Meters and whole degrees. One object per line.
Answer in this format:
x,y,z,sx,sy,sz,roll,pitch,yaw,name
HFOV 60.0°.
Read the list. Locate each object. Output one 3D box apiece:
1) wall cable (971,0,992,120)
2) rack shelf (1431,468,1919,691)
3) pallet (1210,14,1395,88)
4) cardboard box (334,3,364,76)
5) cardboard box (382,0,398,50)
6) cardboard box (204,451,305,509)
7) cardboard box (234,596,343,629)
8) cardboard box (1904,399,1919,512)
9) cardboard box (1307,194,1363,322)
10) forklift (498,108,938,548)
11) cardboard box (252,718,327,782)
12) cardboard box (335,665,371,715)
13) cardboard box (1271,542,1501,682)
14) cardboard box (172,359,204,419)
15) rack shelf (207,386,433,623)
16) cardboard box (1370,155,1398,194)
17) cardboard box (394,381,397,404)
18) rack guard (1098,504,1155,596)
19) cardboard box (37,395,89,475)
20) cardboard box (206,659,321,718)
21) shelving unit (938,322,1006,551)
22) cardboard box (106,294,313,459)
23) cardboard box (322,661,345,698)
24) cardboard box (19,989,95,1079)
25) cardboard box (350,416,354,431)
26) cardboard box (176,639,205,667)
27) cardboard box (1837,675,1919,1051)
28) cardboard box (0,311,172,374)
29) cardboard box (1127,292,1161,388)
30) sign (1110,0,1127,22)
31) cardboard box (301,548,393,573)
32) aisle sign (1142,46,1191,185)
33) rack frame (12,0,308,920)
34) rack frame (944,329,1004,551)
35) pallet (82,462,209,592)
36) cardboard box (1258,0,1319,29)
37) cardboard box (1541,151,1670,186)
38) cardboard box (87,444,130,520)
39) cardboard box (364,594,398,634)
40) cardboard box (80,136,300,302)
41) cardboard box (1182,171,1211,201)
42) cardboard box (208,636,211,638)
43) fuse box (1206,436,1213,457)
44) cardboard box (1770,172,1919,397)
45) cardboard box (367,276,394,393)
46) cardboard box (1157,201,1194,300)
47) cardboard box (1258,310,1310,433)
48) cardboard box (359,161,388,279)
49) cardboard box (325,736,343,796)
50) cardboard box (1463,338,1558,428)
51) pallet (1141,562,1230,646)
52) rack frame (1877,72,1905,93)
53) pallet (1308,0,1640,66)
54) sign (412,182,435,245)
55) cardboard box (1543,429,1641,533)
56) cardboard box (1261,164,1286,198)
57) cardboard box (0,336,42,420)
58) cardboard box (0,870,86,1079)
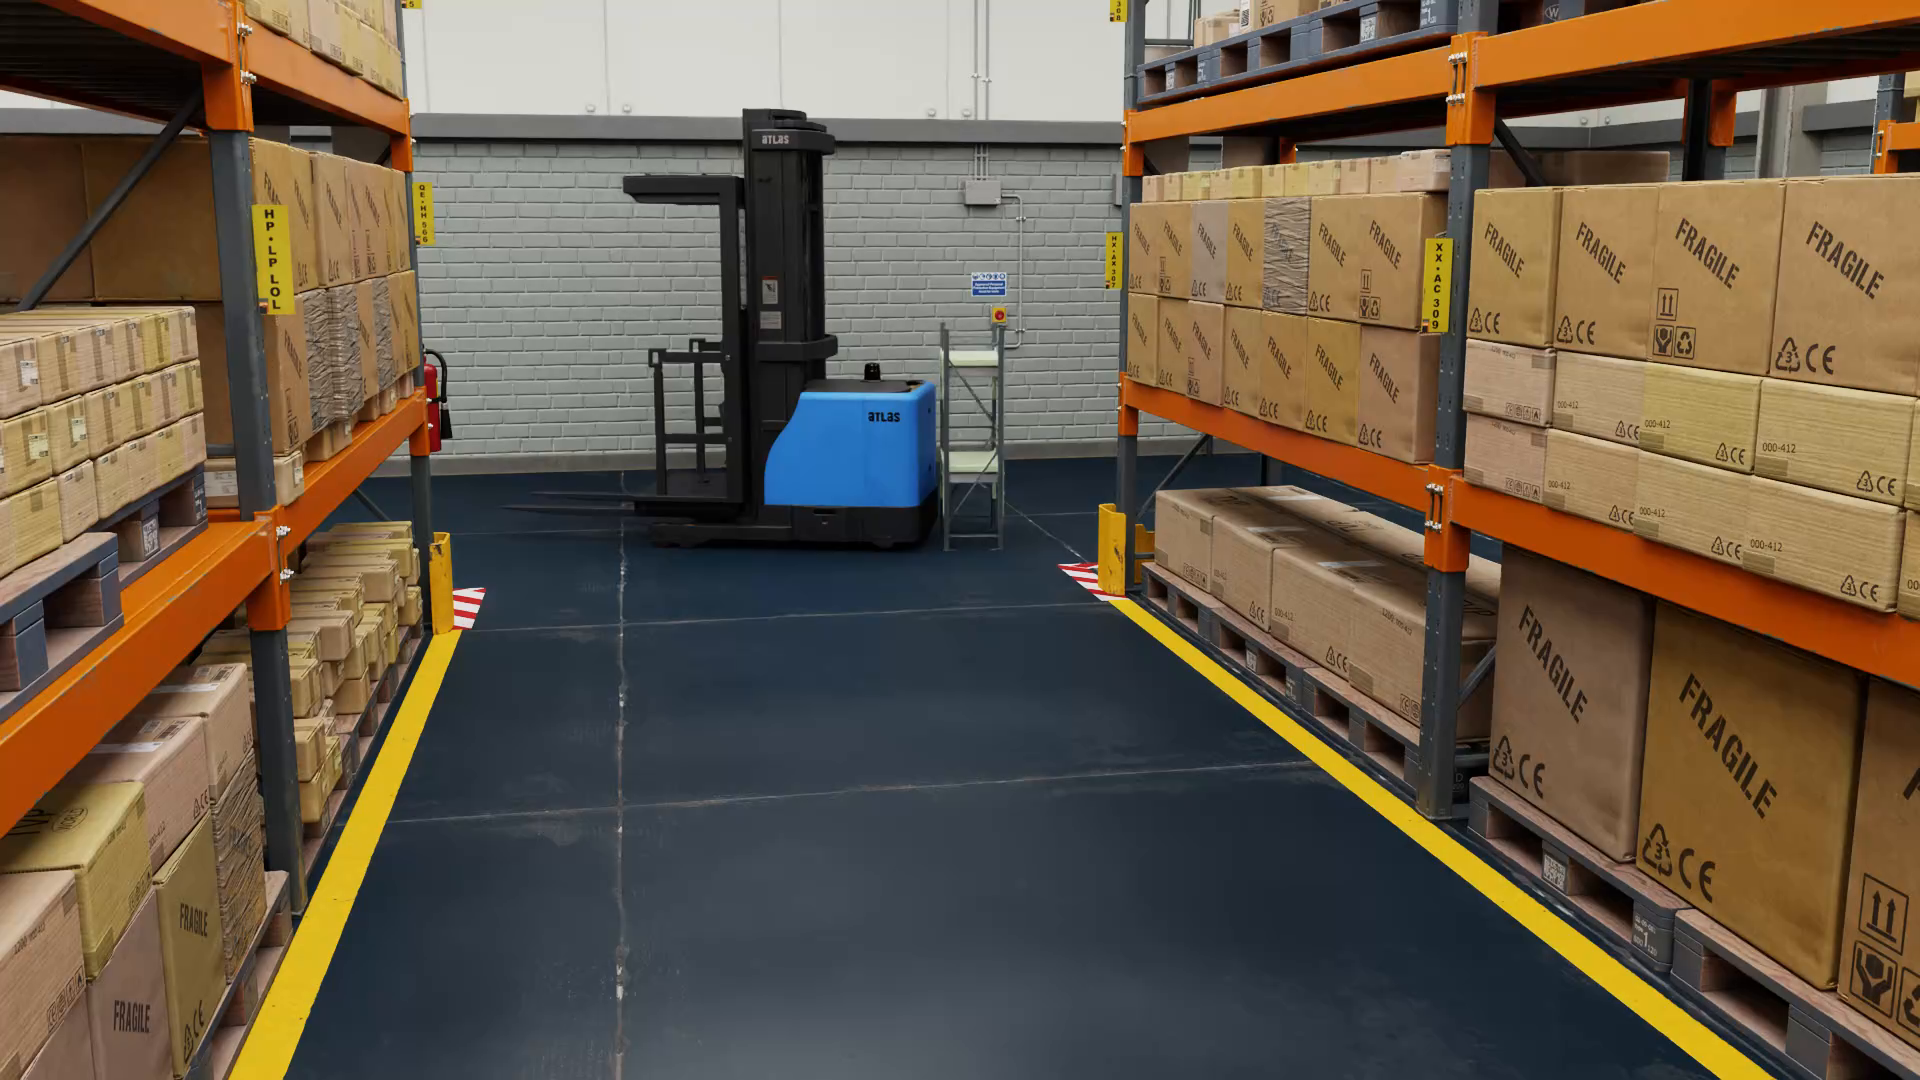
0.063,-5.166,14.772,0.463,3.000,0.029,-2,11,-11,wall cable
2.613,0.268,4.191,1.077,0.370,4.000,-2,11,-11,rack shelf
1.841,-2.256,7.743,1.003,0.211,1.213,-2,11,-11,pallet
-2.729,-2.032,6.729,0.500,0.250,0.500,-2,11,-8,cardboard box
-3.050,-2.558,8.154,0.500,0.250,0.500,-2,11,-13,cardboard box
-2.346,-0.194,5.367,0.380,0.149,0.250,-2,11,-9,cardboard box
-2.745,0.336,6.817,0.380,0.149,0.250,-3,11,-13,cardboard box
2.436,-0.157,3.565,0.500,0.250,0.500,-2,11,-12,cardboard box
1.771,-1.163,6.841,0.500,0.500,0.500,-2,11,-12,cardboard box
-1.718,-1.481,11.639,3.031,2.935,1.130,1,11,7,forklift
-2.368,0.716,5.618,0.380,0.149,0.250,-2,11,-8,cardboard box
-2.660,0.625,6.890,0.380,0.149,0.250,-2,11,-13,cardboard box
2.033,0.317,7.740,0.875,0.438,0.875,-2,11,-13,cardboard box
-2.341,-0.417,4.619,0.380,0.149,0.250,-2,11,-9,cardboard box
-3.001,-0.267,7.003,1.077,0.370,4.000,-2,11,-11,rack shelf
1.868,-1.455,6.641,0.380,0.149,0.250,-2,11,-11,cardboard box
-2.974,-0.722,8.140,0.380,0.149,0.250,-2,11,-12,cardboard box
1.442,0.037,10.163,1.175,0.500,0.348,-2,11,-11,rack guard
-2.136,-0.225,3.612,0.380,0.149,0.250,-3,11,-14,cardboard box
-2.471,0.525,5.828,0.380,0.149,0.250,-2,11,-8,cardboard box
0.077,-0.733,11.537,0.431,1.500,0.755,0,11,-2,shelving unit
-2.461,-0.549,5.496,0.500,0.500,0.500,-2,11,-12,cardboard box
-2.668,0.529,6.603,0.380,0.149,0.250,-2,11,-8,cardboard box
-1.927,1.176,3.056,0.500,0.500,0.500,-2,11,-12,cardboard box
-2.817,-0.527,7.115,0.380,0.149,0.250,-2,11,-10,cardboard box
-3.054,0.451,6.215,0.380,0.149,0.250,-2,11,-9,cardboard box
2.780,0.825,3.898,0.875,0.875,0.875,-2,11,-10,cardboard box
-2.289,-0.513,4.329,0.380,0.149,0.250,-2,11,-13,cardboard box
1.258,-1.137,9.379,0.500,0.500,0.500,-2,11,-11,cardboard box
0.901,-3.109,9.436,0.100,0.325,0.005,-2,11,-11,sign
-2.882,0.143,7.833,0.380,0.149,0.250,-3,11,-13,cardboard box
1.148,-2.466,9.677,0.394,0.787,0.004,-2,11,-11,aisle sign
-2.612,-0.254,5.008,1.000,3.000,0.127,-2,11,-11,rack frame
0.092,-0.665,11.178,0.400,1.500,0.023,0,11,-2,rack frame
-2.606,-0.014,4.262,1.003,0.211,1.213,-2,11,-11,pallet
1.691,-2.589,7.596,0.500,0.500,0.500,-2,11,-10,cardboard box
2.417,-1.379,6.242,0.380,0.149,0.250,-2,11,-12,cardboard box
-2.194,-0.132,3.915,0.380,0.149,0.250,-3,11,-14,cardboard box
-2.791,0.337,7.611,0.380,0.149,0.250,-2,11,-10,cardboard box
-2.460,-1.032,5.359,0.500,0.500,0.500,-2,11,-10,cardboard box
1.371,-1.825,8.586,0.380,0.149,0.250,-2,11,-13,cardboard box
-3.183,0.454,6.993,0.380,0.149,0.250,-2,11,-8,cardboard box
2.415,-1.636,15.716,0.539,1.711,0.414,-2,11,-11,fuse box
2.356,-0.623,4.004,0.500,0.500,0.500,-2,11,-12,cardboard box
-2.847,-0.922,7.458,0.500,0.500,0.500,-2,11,-11,cardboard box
1.368,-1.533,8.789,0.500,0.500,0.500,-2,11,-13,cardboard box
1.666,-0.763,7.417,0.500,0.500,0.500,-2,11,-12,cardboard box
-2.848,-1.411,7.351,0.500,0.500,0.500,-2,11,-8,cardboard box
-2.419,0.813,5.904,0.380,0.149,0.250,-2,11,-9,cardboard box
2.033,-0.533,5.541,0.500,0.250,0.500,-2,11,-13,cardboard box
1.678,0.328,9.411,1.003,0.211,1.213,-2,11,-11,pallet
6.314,-4.314,10.297,1.000,3.000,0.127,-2,11,-11,rack frame
2.075,-2.033,6.570,1.003,0.211,1.213,-2,11,-11,pallet
-2.841,-1.728,8.812,0.100,0.325,0.005,-2,11,-11,sign
2.153,-0.194,5.093,0.500,0.250,0.500,-2,11,-12,cardboard box
1.603,-1.638,7.602,0.380,0.149,0.250,-2,11,-11,cardboard box
-2.089,-0.323,3.331,0.380,0.149,0.250,-3,11,-14,cardboard box
-1.913,0.813,2.957,0.500,0.250,0.500,-2,11,-11,cardboard box
